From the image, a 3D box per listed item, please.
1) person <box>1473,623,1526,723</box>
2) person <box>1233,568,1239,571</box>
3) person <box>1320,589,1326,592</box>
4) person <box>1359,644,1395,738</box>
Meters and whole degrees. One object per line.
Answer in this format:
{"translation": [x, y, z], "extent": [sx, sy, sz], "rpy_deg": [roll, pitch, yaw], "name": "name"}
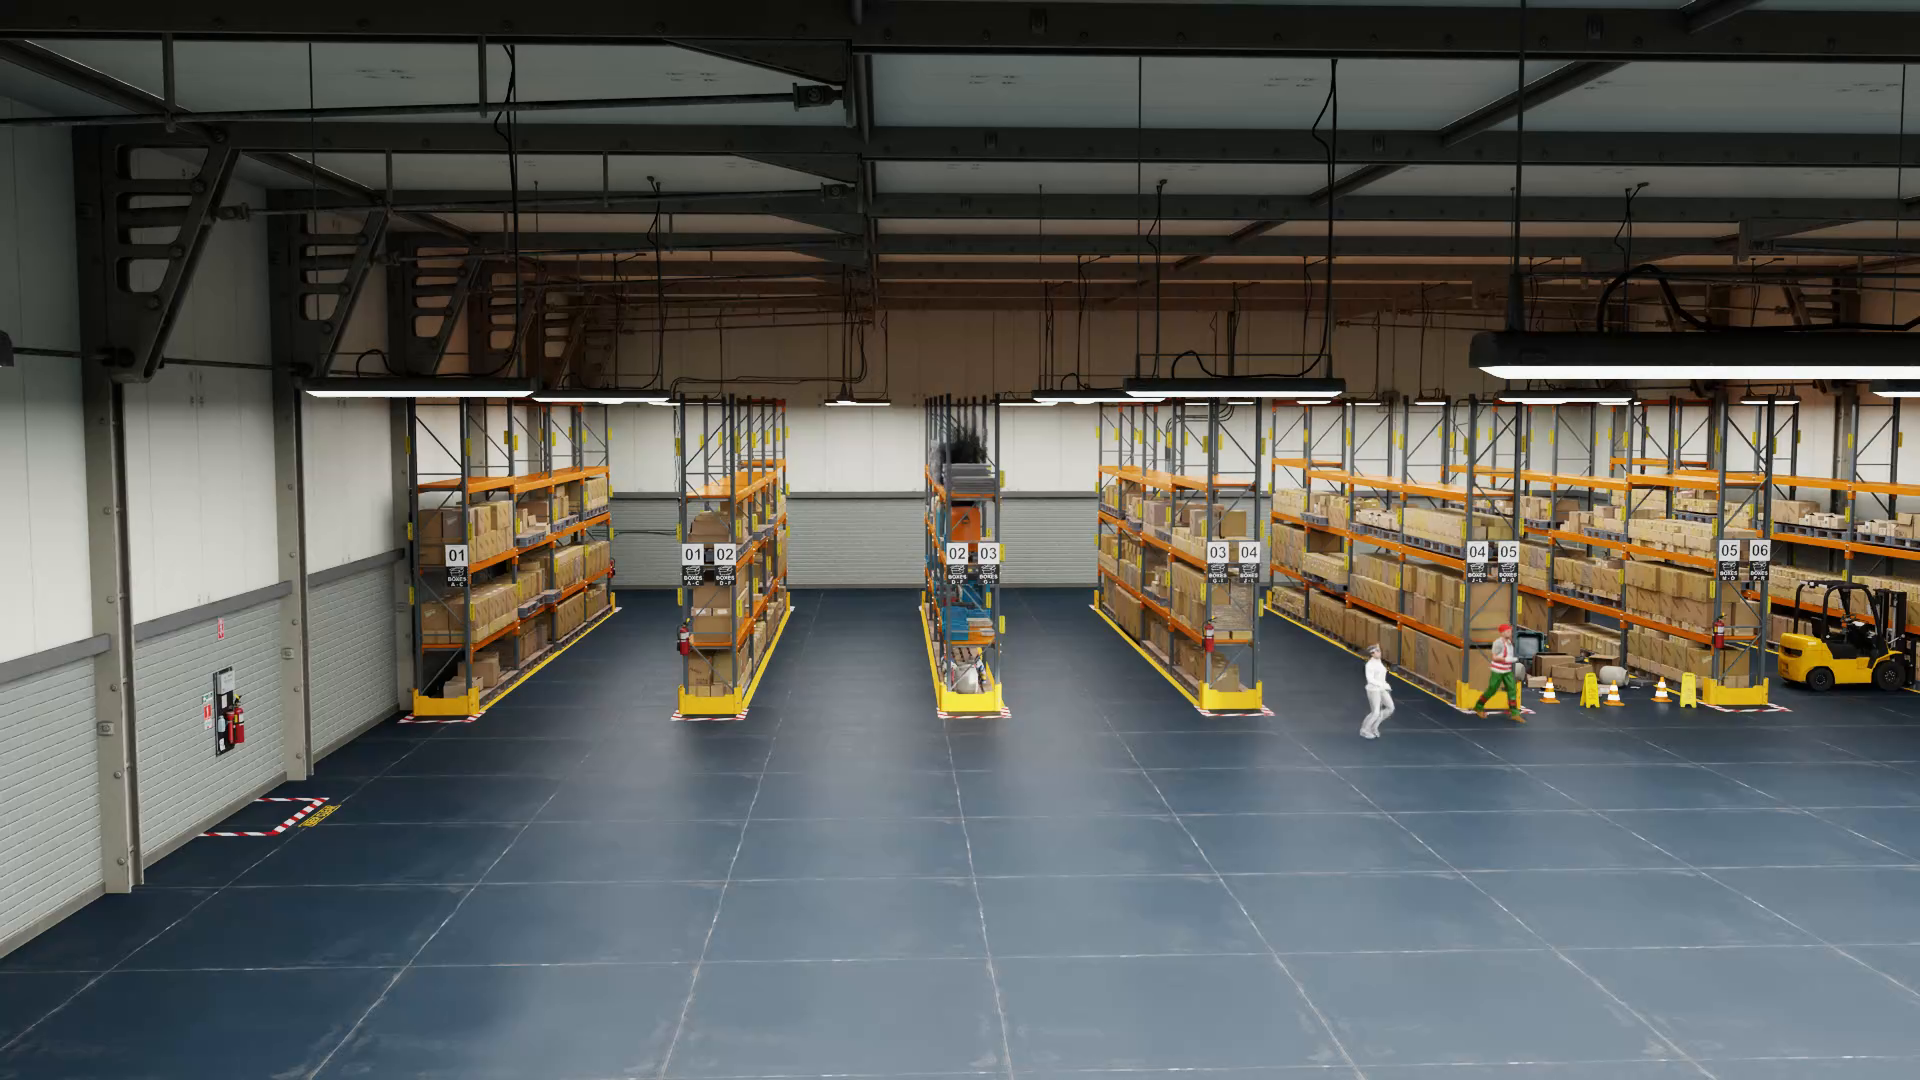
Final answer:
{"translation": [9.852, 2.401, 30.290], "extent": [0.612, 1.784, 0.993], "rpy_deg": [-4, 6, -38], "name": "person"}
{"translation": [7.720, 1.282, 45.819], "extent": [0.675, 1.705, 0.875], "rpy_deg": [1, 5, 8], "name": "person"}
{"translation": [10.585, 1.032, 48.418], "extent": [0.721, 1.766, 0.793], "rpy_deg": [-2, 5, -29], "name": "person"}
{"translation": [7.246, 2.610, 28.864], "extent": [0.593, 1.655, 0.628], "rpy_deg": [3, 6, 37], "name": "person"}
